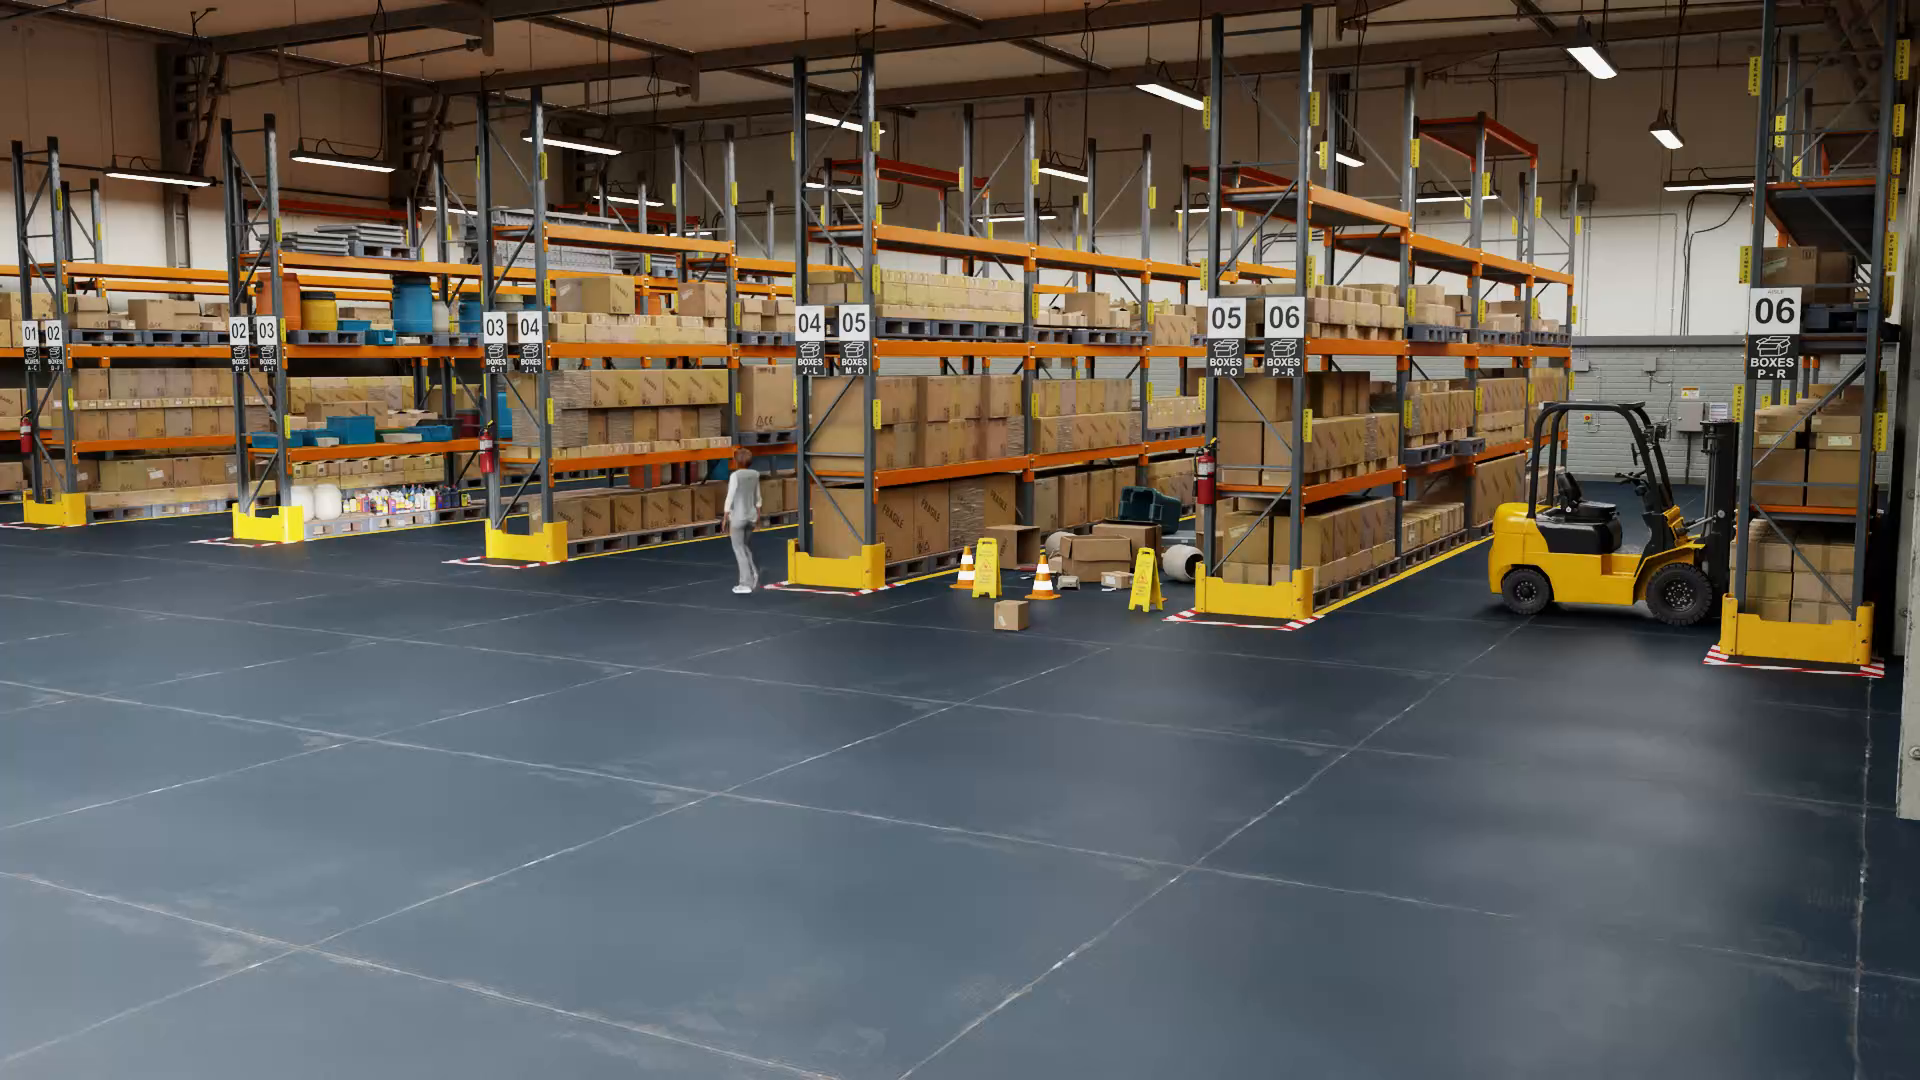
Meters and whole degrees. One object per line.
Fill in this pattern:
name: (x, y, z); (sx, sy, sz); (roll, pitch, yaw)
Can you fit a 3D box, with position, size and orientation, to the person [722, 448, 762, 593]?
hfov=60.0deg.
person: (-2.416, -0.212, 18.328); (0.428, 1.598, 0.433); (6, 8, 43)
